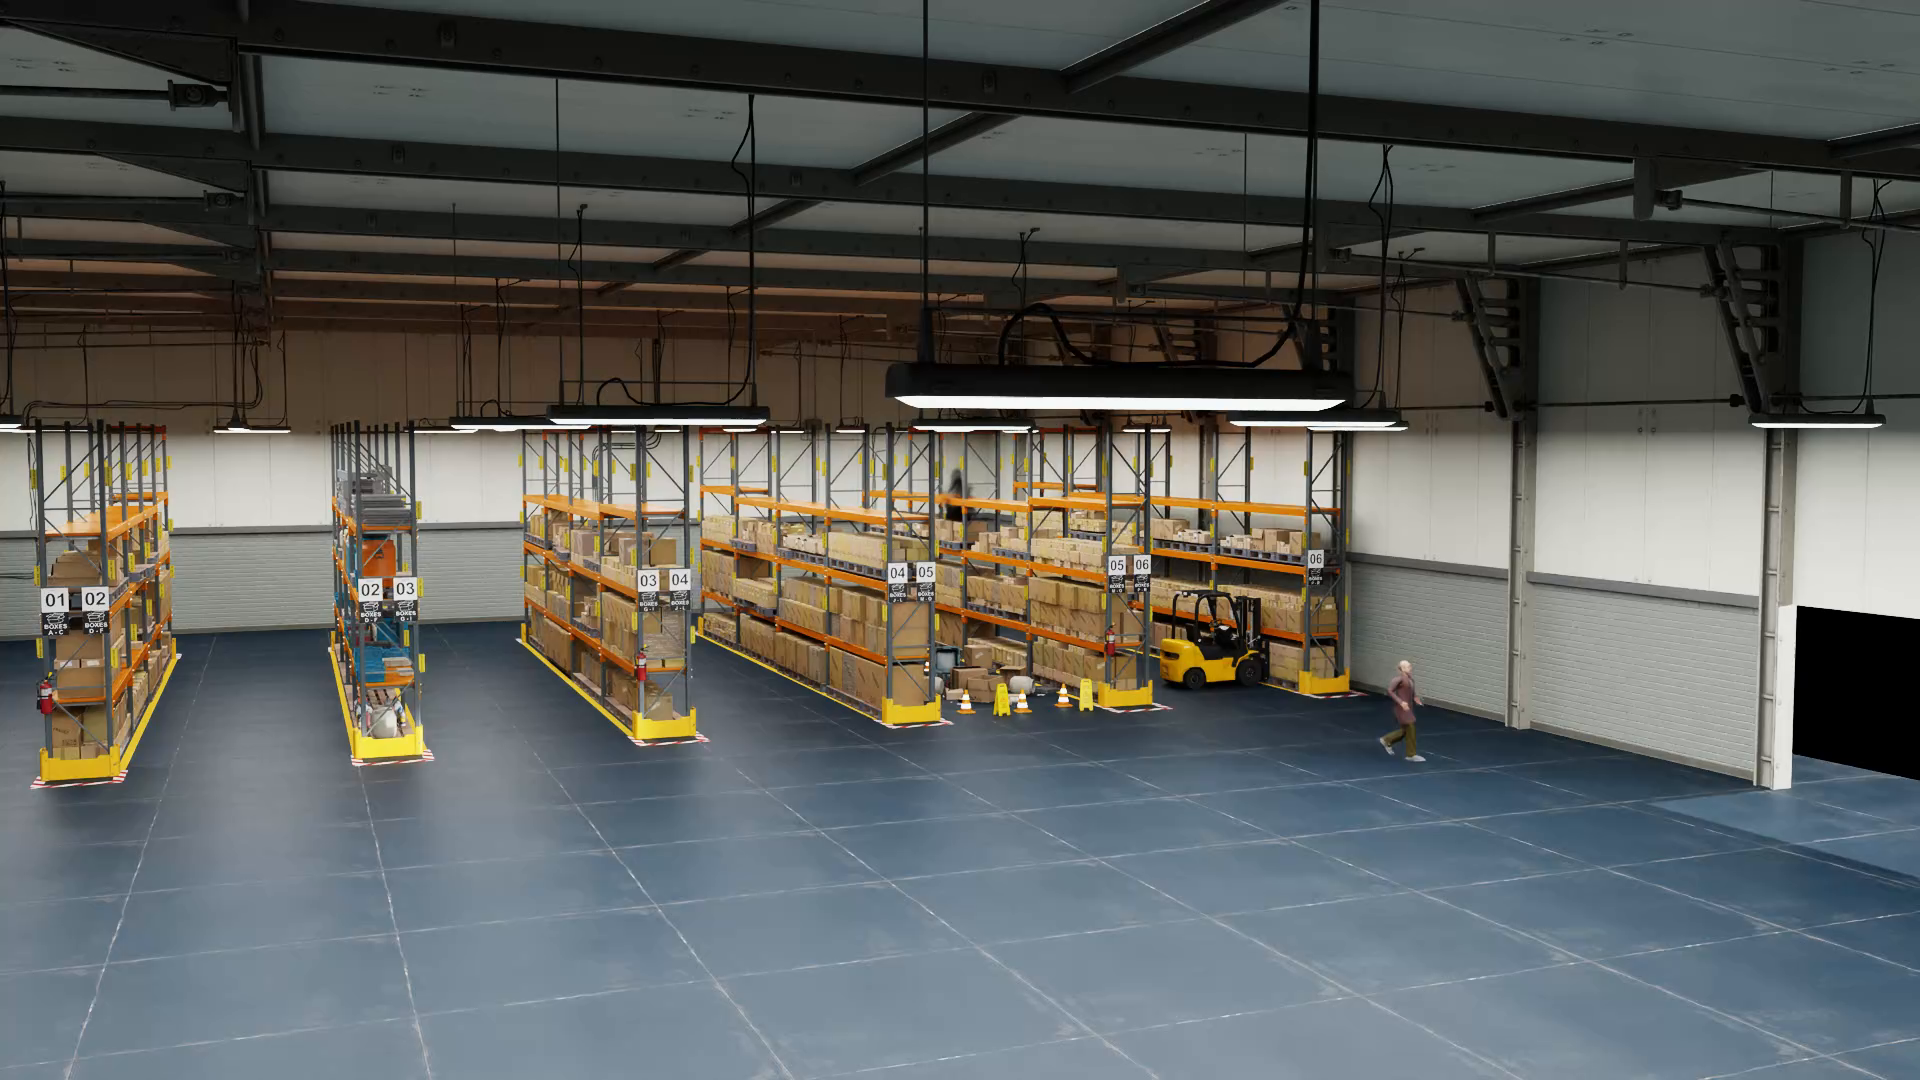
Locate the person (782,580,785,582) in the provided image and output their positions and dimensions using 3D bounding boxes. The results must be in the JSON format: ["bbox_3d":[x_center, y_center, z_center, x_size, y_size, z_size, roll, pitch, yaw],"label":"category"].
[{"bbox_3d":[-5.028,1.955,47.472,0.568,1.624,0.699,-2,4,-23],"label":"person"}]

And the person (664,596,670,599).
[{"bbox_3d":[-8.071,1.997,44.986,0.655,1.817,0.910,-2,4,-29],"label":"person"}]

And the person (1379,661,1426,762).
[{"bbox_3d":[7.796,3.002,29.323,0.883,1.760,0.720,2,4,35],"label":"person"}]
